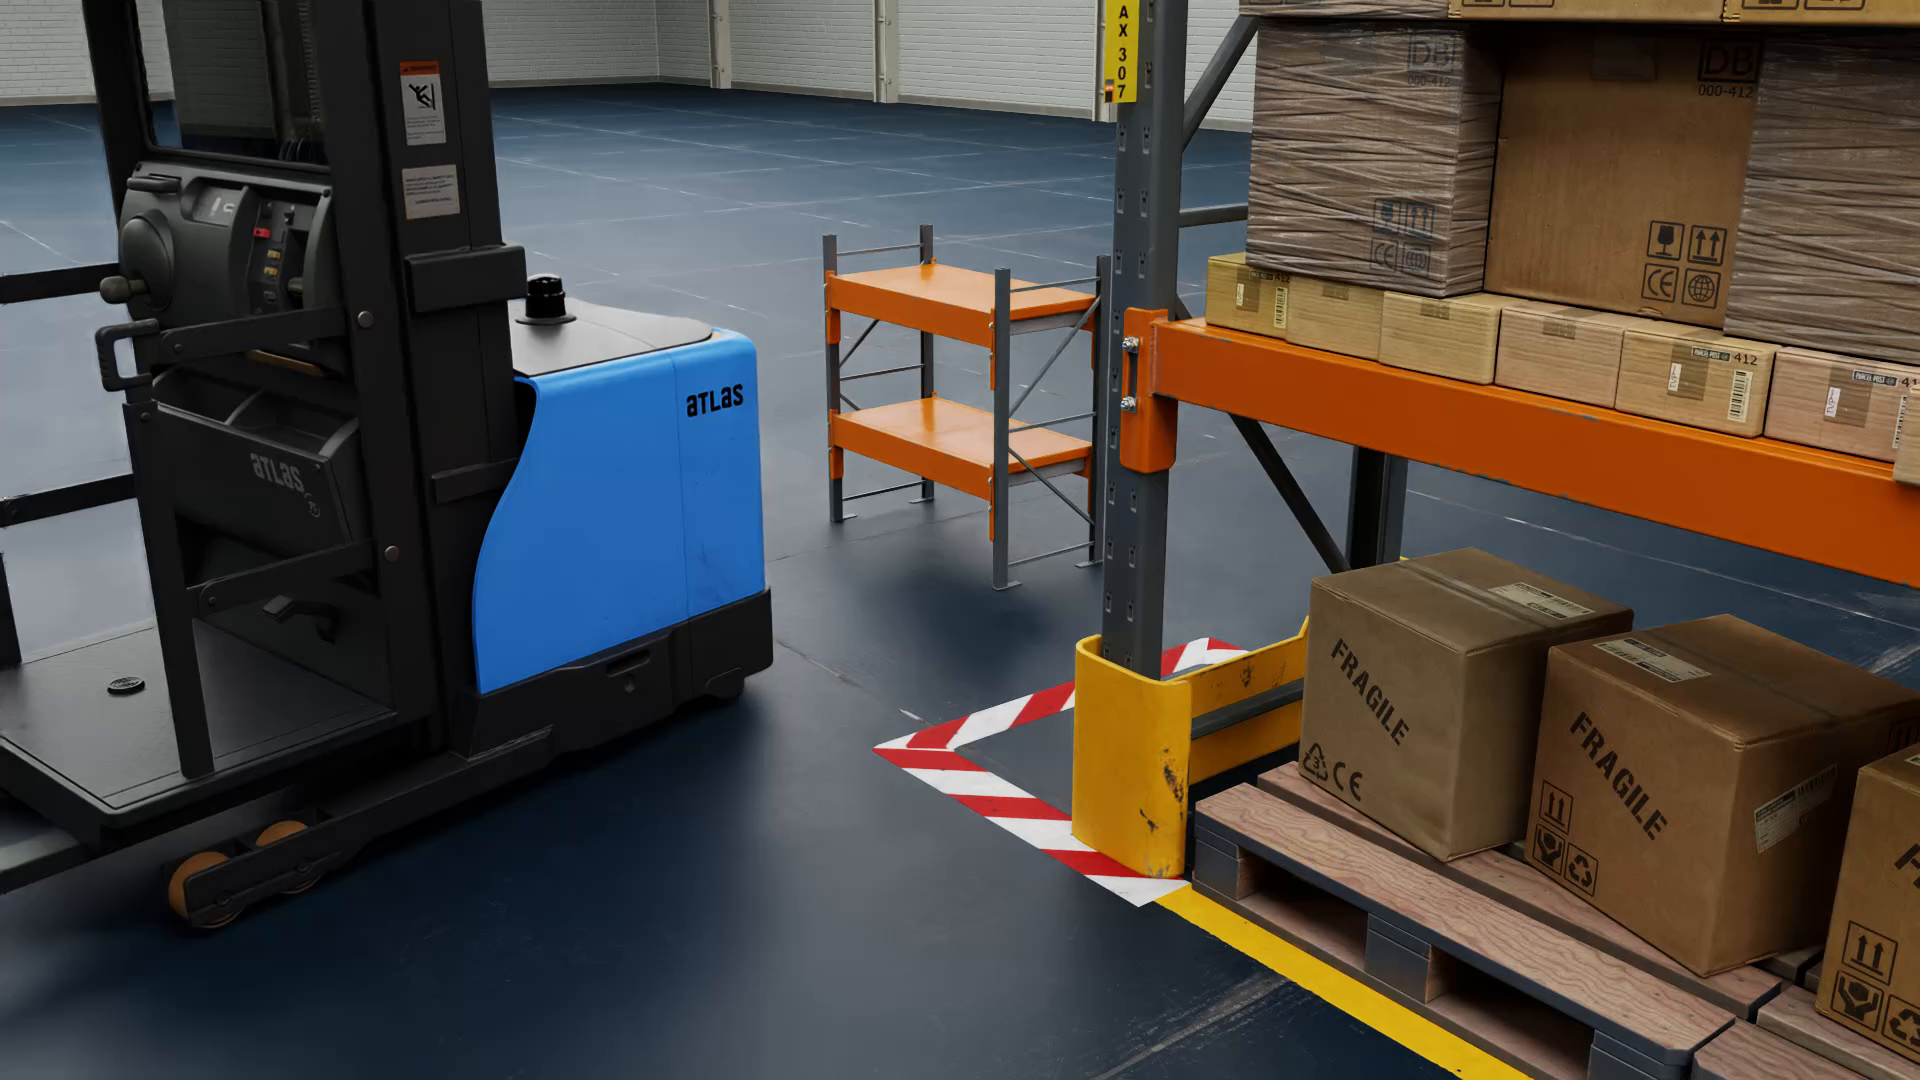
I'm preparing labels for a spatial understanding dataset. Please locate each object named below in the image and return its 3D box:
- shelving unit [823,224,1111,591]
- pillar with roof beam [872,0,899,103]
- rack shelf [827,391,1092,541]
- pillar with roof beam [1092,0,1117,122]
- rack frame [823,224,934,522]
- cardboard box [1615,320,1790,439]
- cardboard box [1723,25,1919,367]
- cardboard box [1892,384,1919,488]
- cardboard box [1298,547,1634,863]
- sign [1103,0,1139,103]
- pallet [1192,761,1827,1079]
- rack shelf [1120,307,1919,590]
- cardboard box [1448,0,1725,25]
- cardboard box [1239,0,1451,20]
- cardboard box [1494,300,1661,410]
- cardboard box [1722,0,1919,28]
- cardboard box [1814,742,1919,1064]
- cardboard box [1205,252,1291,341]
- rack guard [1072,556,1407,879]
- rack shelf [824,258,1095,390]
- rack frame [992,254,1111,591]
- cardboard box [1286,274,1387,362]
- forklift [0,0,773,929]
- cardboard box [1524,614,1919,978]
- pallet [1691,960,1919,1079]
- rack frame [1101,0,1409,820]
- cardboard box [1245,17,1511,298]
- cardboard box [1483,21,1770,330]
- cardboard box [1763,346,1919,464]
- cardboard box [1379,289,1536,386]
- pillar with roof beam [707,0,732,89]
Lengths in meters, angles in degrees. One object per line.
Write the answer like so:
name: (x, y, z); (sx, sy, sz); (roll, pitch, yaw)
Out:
shelving unit: (0.004, -0.532, 6.181); (0.538, 1.125, 1.048); (-14, 23, -36)
pillar with roof beam: (-4.744, -11.606, 27.096); (9.100, 9.000, 0.400); (-14, 23, -36)
rack shelf: (0.004, -0.300, 6.258); (0.538, 0.278, 1.000); (-14, 23, -36)
pillar with roof beam: (-1.019, -10.127, 22.631); (9.100, 9.000, 0.400); (-14, 23, -36)
rack frame: (-0.311, -0.658, 6.559); (0.500, 1.125, 0.032); (-14, 23, -36)
cardboard box: (1.365, -0.301, 2.899); (0.380, 0.149, 0.250); (-14, 23, -36)
cardboard box: (1.772, -0.604, 2.782); (0.875, 0.500, 0.500); (-14, 23, -36)
cardboard box: (1.616, -0.163, 2.482); (0.380, 0.149, 0.250); (-14, 23, -36)
cardboard box: (1.145, 0.357, 3.821); (0.500, 0.500, 0.500); (-9, 20, -26)
sign: (0.345, -1.092, 3.513); (0.100, 0.325, 0.005); (-14, 23, -36)
pallet: (1.294, 0.762, 3.725); (1.003, 0.211, 1.213); (-14, 23, -36)
rack shelf: (2.012, 0.047, 2.593); (1.077, 0.370, 4.000); (-14, 23, -36)
cardboard box: (1.203, -1.137, 2.803); (0.500, 0.500, 0.500); (-14, 23, -36)
cardboard box: (0.898, -1.262, 3.179); (0.500, 0.500, 0.500); (-14, 23, -36)
cardboard box: (1.216, -0.364, 3.090); (0.380, 0.149, 0.250); (-14, 23, -36)
cardboard box: (1.515, -1.015, 2.432); (0.500, 0.500, 0.500); (-14, 23, -36)
cardboard box: (1.917, 0.656, 2.919); (0.500, 0.500, 0.500); (-12, 22, -31)
cardboard box: (0.761, -0.551, 3.656); (0.380, 0.149, 0.250); (-14, 23, -36)
rack guard: (0.818, 0.418, 4.305); (1.175, 0.500, 0.348); (-14, 23, -36)
rack shelf: (0.004, -0.810, 6.089); (0.538, 0.278, 1.000); (-14, 23, -36)
rack frame: (0.320, -0.407, 5.802); (0.500, 1.125, 0.032); (-14, 23, -36)
cardboard box: (0.901, -0.486, 3.458); (0.380, 0.149, 0.250); (-14, 23, -36)
forklift: (-1.890, -0.698, 3.806); (1.130, 2.935, 3.031); (15, 23, 37)
cardboard box: (1.543, 0.498, 3.396); (0.500, 0.500, 0.500); (-8, 20, -22)
pallet: (2.048, 1.063, 2.818); (1.003, 0.211, 1.213); (-14, 23, -36)
rack frame: (0.771, -0.787, 3.969); (1.000, 3.000, 0.127); (-14, 23, -36)
cardboard box: (1.090, -0.835, 3.481); (0.875, 0.500, 0.500); (-14, 23, -36)
cardboard box: (1.495, -0.735, 3.179); (0.875, 0.500, 0.500); (-14, 23, -36)
cardboard box: (1.542, -0.245, 2.729); (0.380, 0.149, 0.250); (-14, 23, -36)
cardboard box: (1.044, -0.422, 3.263); (0.380, 0.149, 0.250); (-14, 23, -36)
pillar with roof beam: (-8.469, -13.084, 31.561); (9.100, 9.000, 0.400); (-14, 23, -36)
